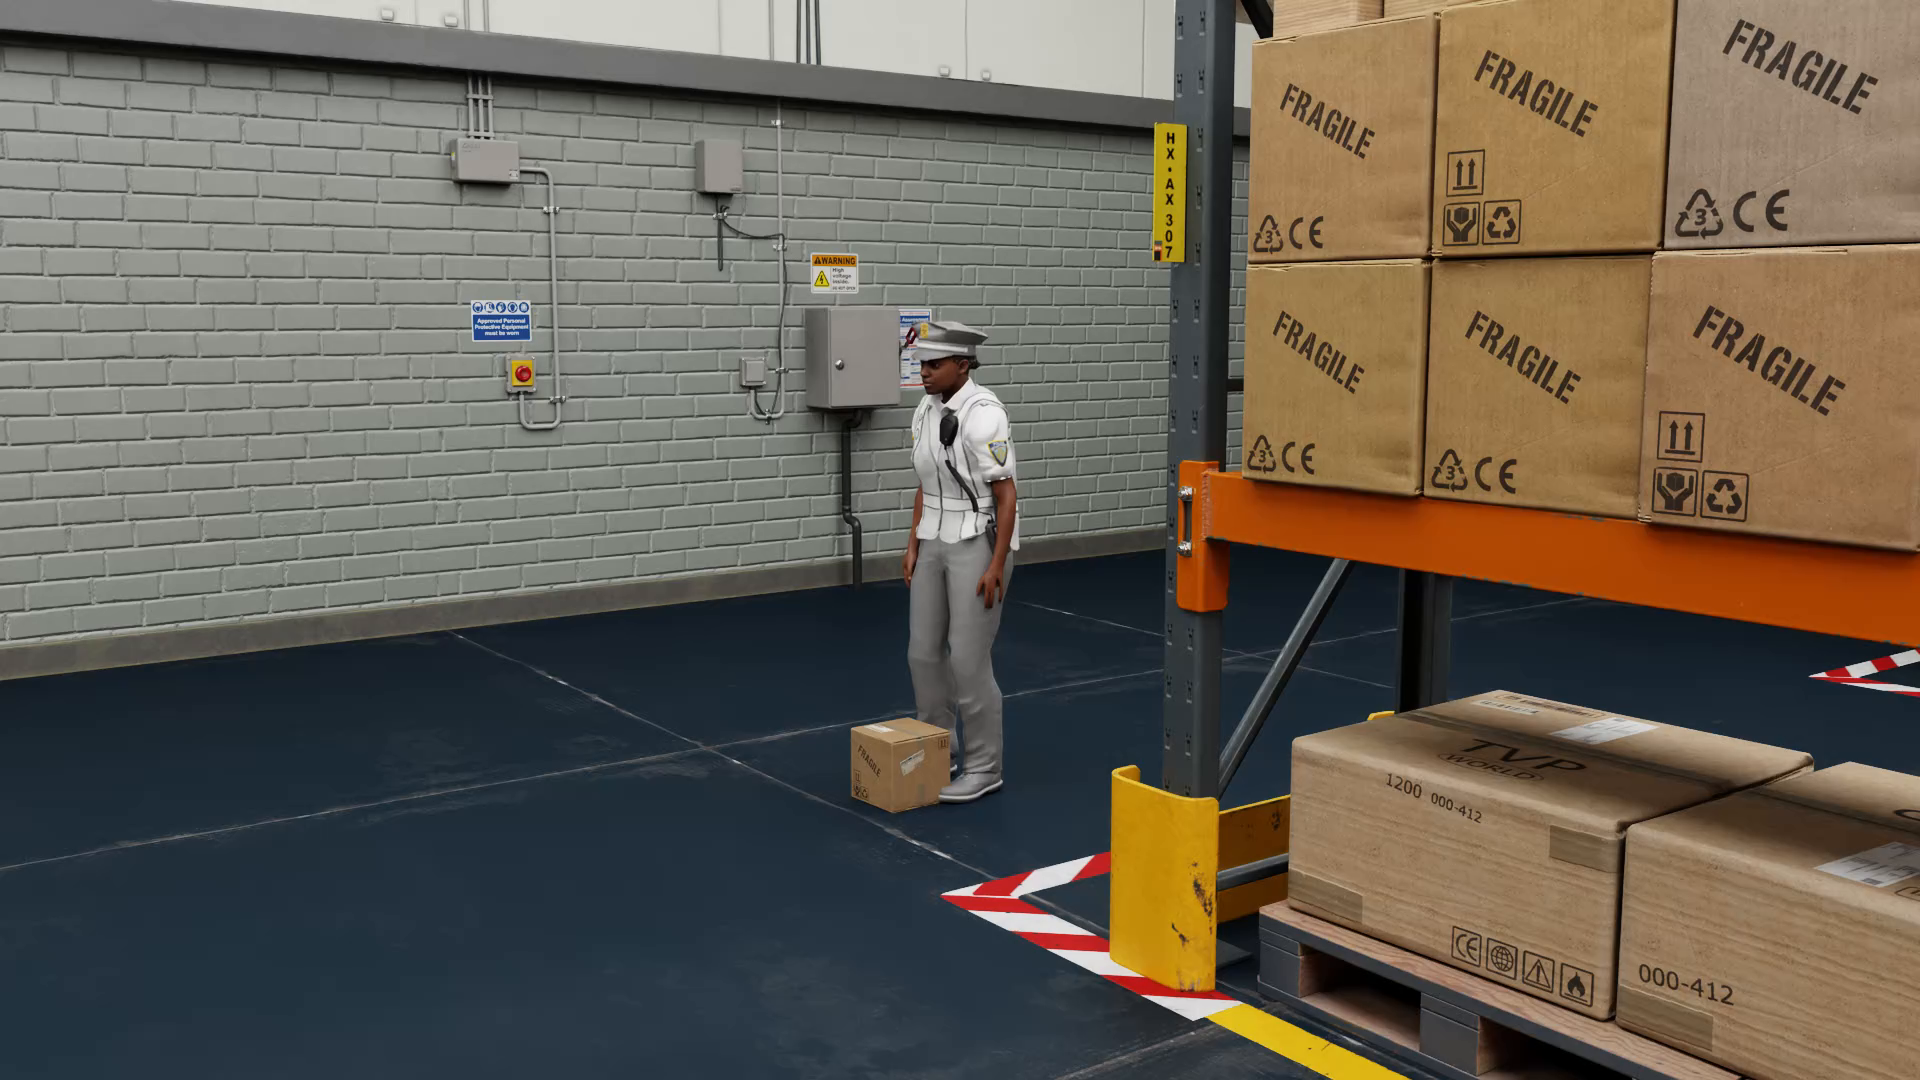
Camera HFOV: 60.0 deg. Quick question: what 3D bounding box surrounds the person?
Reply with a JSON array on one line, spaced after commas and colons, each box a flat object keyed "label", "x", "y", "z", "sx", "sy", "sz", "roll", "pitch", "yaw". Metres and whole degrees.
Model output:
[{"label": "person", "x": -0.019, "y": 0.064, "z": 5.843, "sx": 0.396, "sy": 1.661, "sz": 0.532, "roll": -6, "pitch": 10, "yaw": -39}]
